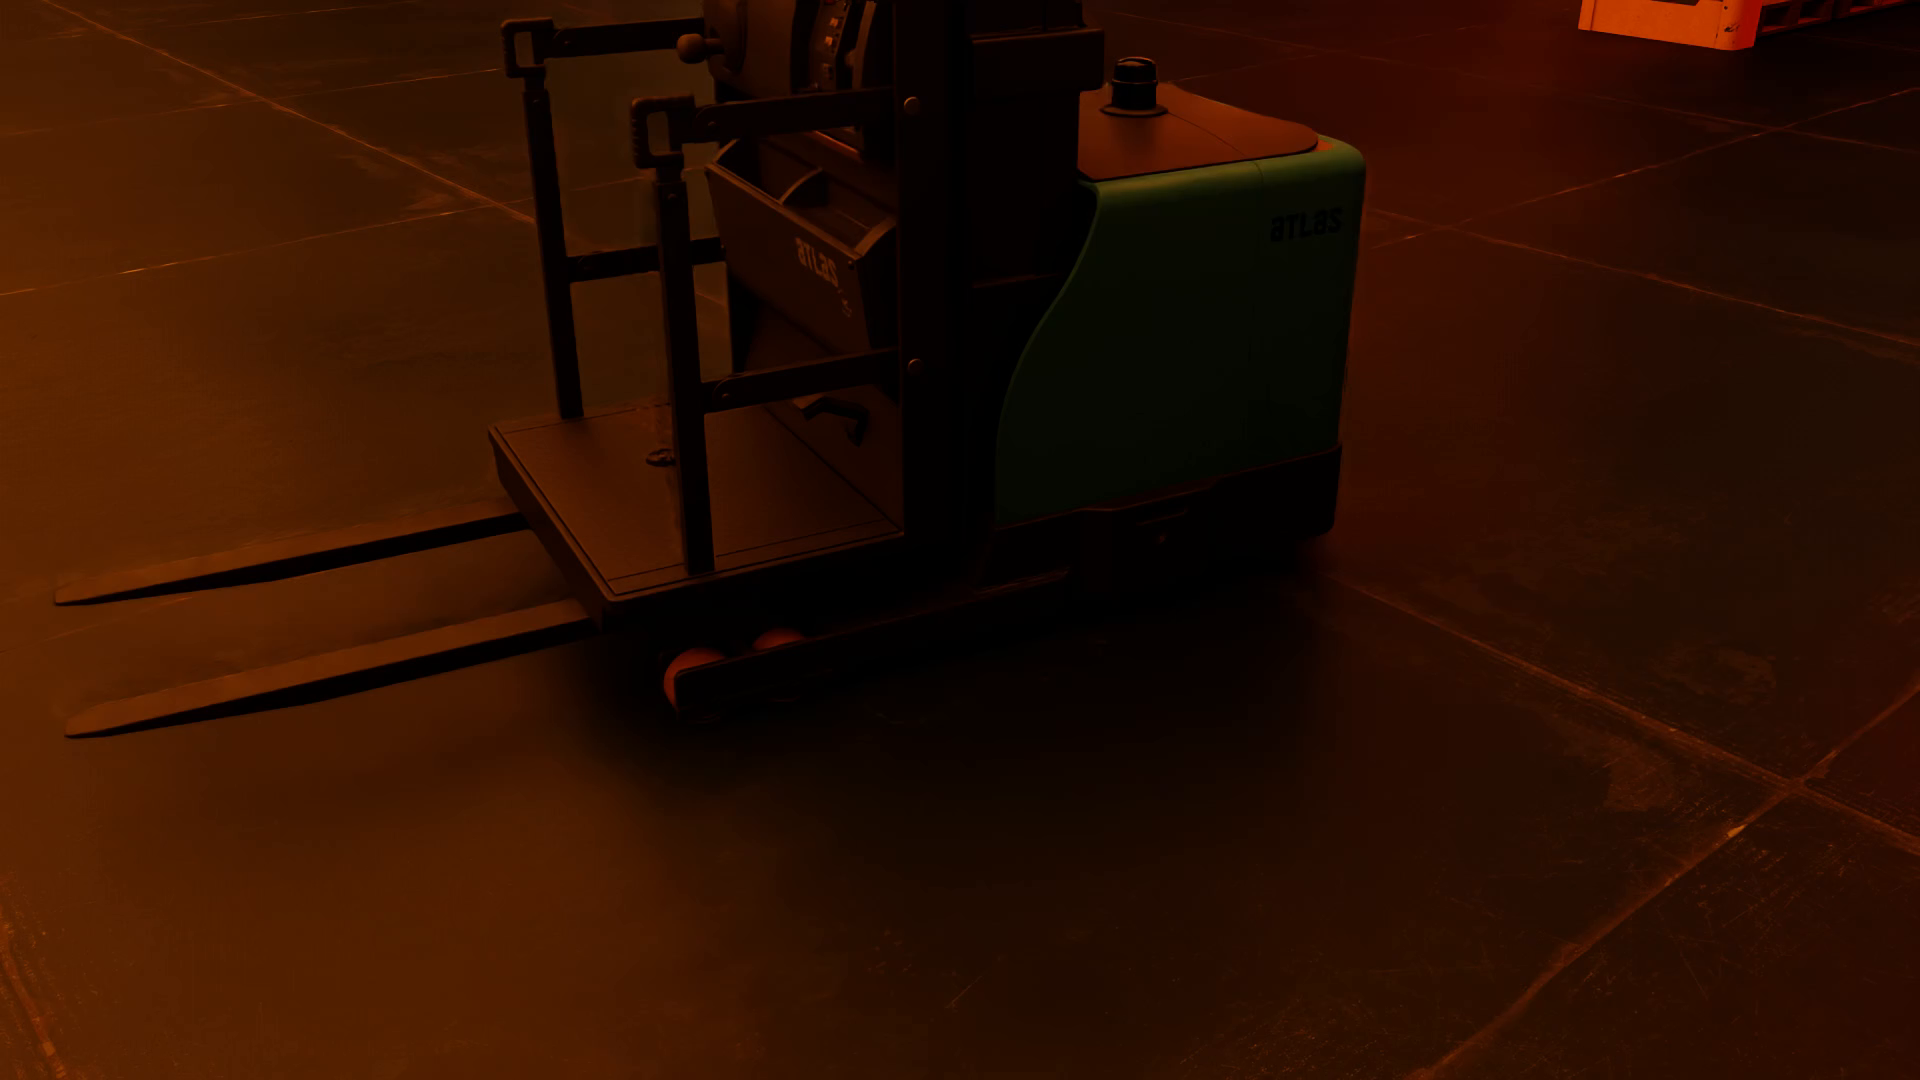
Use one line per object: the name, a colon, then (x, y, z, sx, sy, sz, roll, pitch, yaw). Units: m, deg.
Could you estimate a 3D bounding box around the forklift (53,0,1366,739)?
forklift: (-0.553, -1.175, 3.571, 3.031, 2.935, 1.130, -13, 29, -25)
